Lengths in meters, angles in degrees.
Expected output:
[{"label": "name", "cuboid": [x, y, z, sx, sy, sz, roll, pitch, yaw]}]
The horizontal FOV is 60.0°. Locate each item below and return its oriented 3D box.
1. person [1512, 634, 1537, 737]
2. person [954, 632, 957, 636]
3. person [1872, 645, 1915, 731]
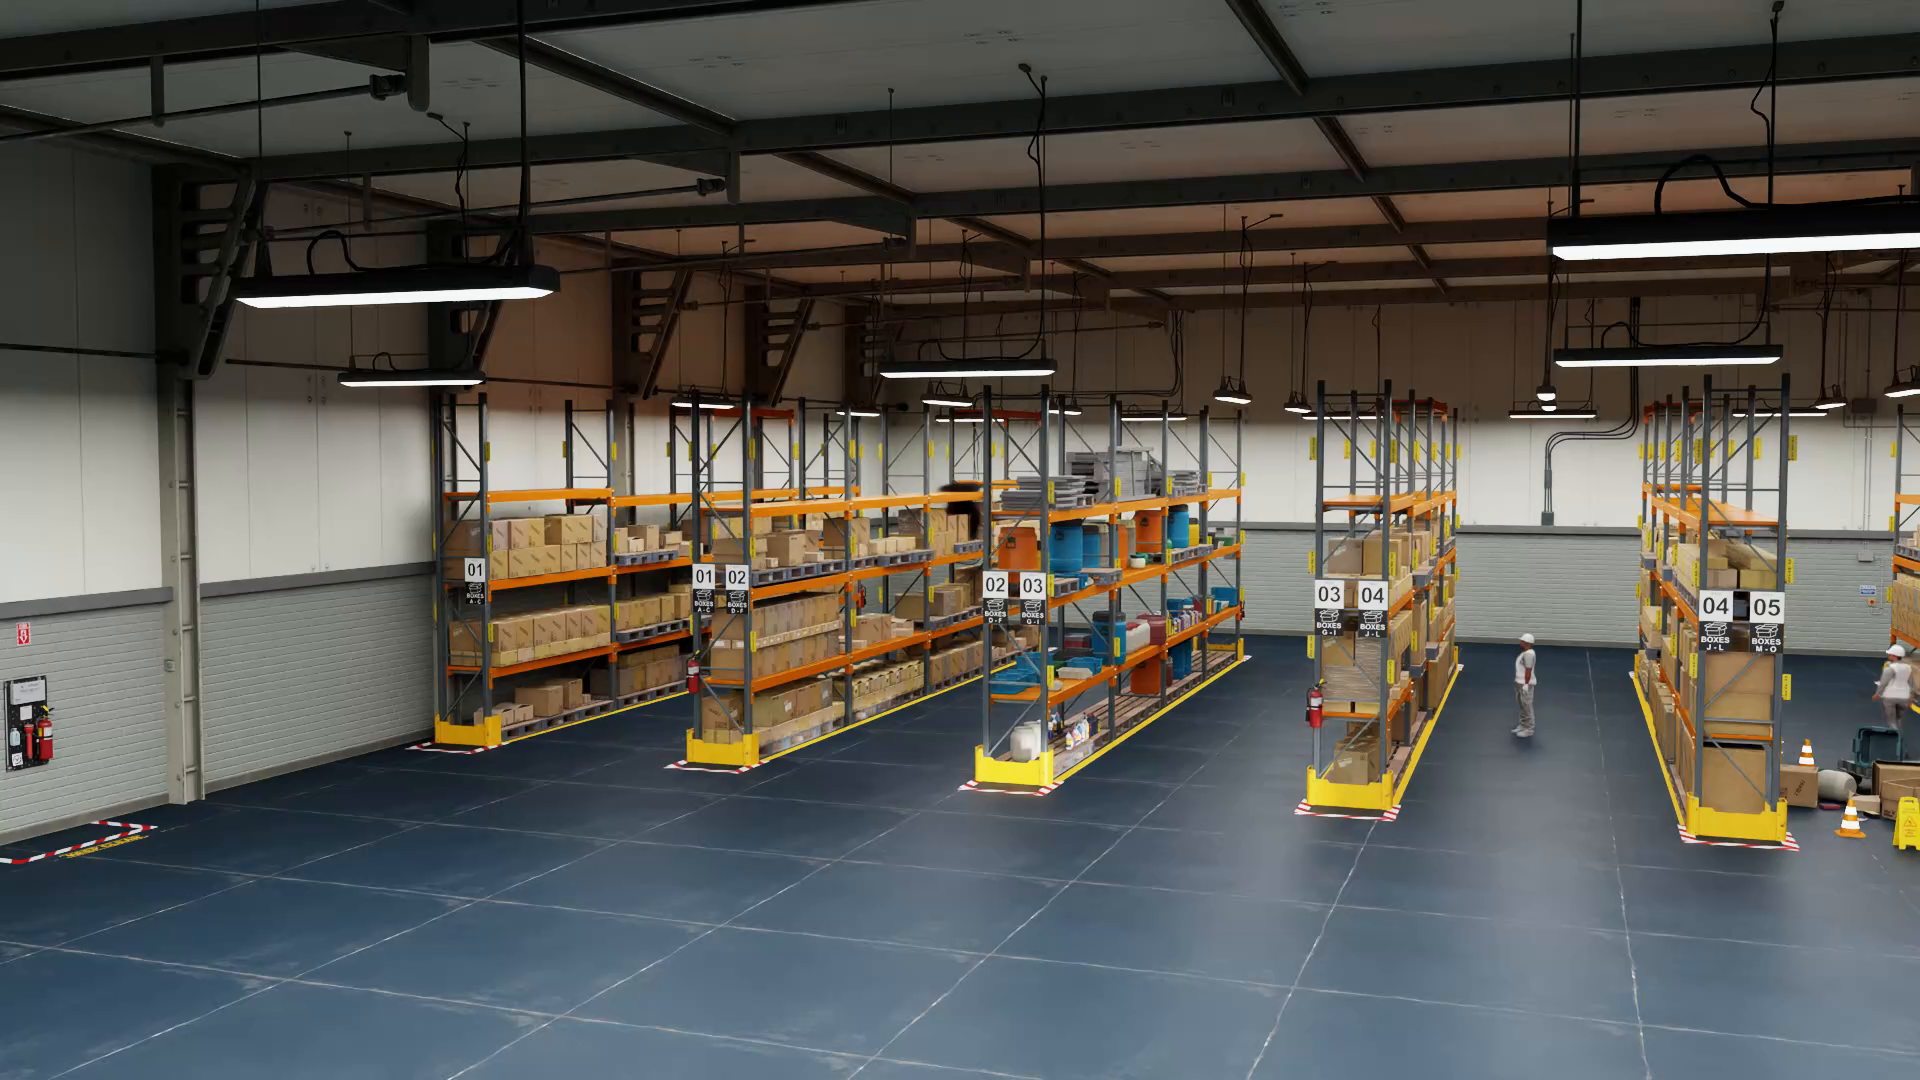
[{"label": "person", "cuboid": [9.962, 2.540, 29.301, 0.409, 1.791, 0.609, 0, 3, 0]}, {"label": "person", "cuboid": [-0.375, 1.877, 41.310, 0.550, 1.589, 0.949, 1, 3, 24]}, {"label": "person", "cuboid": [15.530, 2.638, 27.644, 0.602, 1.784, 0.772, 0, 3, 8]}]
